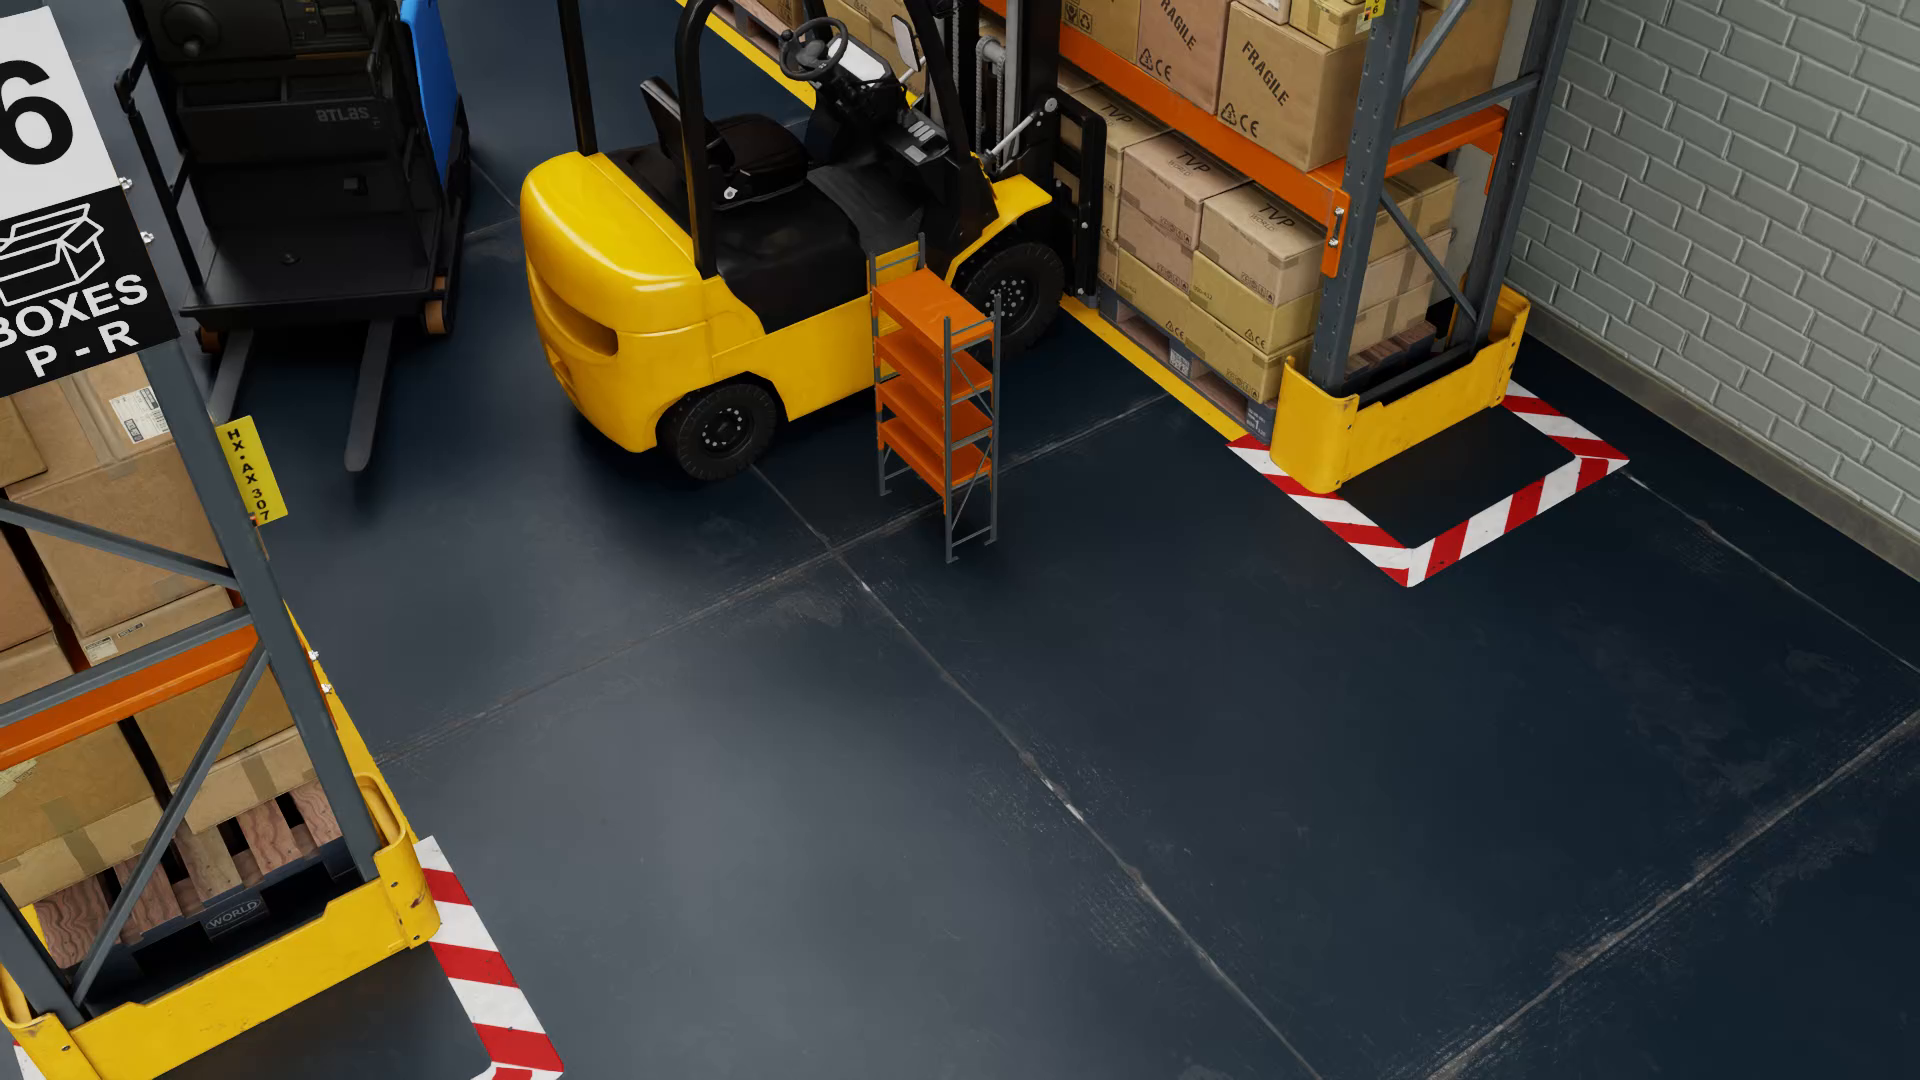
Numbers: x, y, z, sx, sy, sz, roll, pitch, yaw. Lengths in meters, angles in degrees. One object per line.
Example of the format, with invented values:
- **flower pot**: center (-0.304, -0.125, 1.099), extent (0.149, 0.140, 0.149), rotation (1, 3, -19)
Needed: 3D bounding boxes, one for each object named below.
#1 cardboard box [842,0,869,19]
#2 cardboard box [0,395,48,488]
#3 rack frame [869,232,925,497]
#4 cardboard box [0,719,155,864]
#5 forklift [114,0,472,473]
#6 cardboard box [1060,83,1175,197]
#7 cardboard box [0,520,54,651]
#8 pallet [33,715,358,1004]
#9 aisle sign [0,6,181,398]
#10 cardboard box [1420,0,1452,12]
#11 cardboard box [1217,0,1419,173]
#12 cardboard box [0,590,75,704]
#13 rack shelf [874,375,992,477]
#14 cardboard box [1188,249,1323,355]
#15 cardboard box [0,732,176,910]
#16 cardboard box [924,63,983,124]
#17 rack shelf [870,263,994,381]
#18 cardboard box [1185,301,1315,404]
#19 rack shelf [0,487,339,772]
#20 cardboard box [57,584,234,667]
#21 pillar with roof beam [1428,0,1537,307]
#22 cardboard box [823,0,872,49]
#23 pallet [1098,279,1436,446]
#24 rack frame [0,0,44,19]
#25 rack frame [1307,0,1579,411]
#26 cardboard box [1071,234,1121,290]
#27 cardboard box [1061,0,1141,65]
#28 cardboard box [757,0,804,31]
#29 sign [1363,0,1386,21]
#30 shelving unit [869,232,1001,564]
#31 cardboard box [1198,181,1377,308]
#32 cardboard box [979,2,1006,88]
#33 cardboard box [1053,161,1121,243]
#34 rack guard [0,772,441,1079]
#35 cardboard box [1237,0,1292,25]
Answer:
- **cardboard box**: center (-0.406, -2.987, 8.670), extent (0.500, 0.250, 0.500), rotation (-26, 50, -25)
- **cardboard box**: center (-2.677, -0.346, 3.928), extent (0.700, 0.500, 0.500), rotation (-27, 50, -25)
- **rack frame**: center (-0.234, -0.666, 6.579), extent (0.240, 1.200, 0.015), rotation (-26, 49, -24)
- **cardboard box**: center (-2.878, 0.583, 5.111), extent (0.500, 0.500, 0.500), rotation (-25, 49, -24)
- **forklift**: center (-2.958, -2.180, 6.911), extent (1.130, 2.935, 3.031), rotation (-6, 44, -6)
- **cardboard box**: center (0.750, -1.826, 7.453), extent (0.500, 0.250, 0.500), rotation (-25, 49, -24)
- **cardboard box**: center (-2.742, 0.020, 4.269), extent (0.500, 0.500, 0.500), rotation (-27, 50, -25)
- **pallet**: center (-2.685, 0.854, 5.703), extent (1.003, 0.211, 1.213), rotation (-26, 49, -24)
- **aisle sign**: center (-1.916, -0.665, 3.392), extent (0.394, 0.787, 0.004), rotation (-26, 49, -24)
- **cardboard box**: center (1.882, -2.166, 6.304), extent (0.380, 0.149, 0.250), rotation (-27, 50, -25)
- **cardboard box**: center (1.366, -1.812, 6.403), extent (0.500, 0.500, 0.500), rotation (-27, 50, -25)
- **cardboard box**: center (-2.595, 0.326, 4.418), extent (0.380, 0.149, 0.250), rotation (-24, 49, -23)
- **rack shelf**: center (-0.095, -0.479, 6.480), extent (0.258, 0.148, 0.480), rotation (-26, 49, -24)
- **cardboard box**: center (1.328, -1.091, 7.046), extent (0.500, 0.250, 0.500), rotation (-26, 50, -25)
- **cardboard box**: center (-2.903, 0.840, 5.385), extent (0.500, 0.250, 0.500), rotation (-26, 49, -25)
- **cardboard box**: center (0.166, -2.235, 8.244), extent (0.500, 0.250, 0.500), rotation (-26, 50, -25)
- **rack shelf**: center (-0.095, -0.812, 6.163), extent (0.258, 0.148, 0.480), rotation (-26, 49, -24)
- **cardboard box**: center (1.335, -0.899, 7.207), extent (0.500, 0.250, 0.500), rotation (-25, 49, -24)
- **rack shelf**: center (-3.350, -0.510, 5.633), extent (1.077, 0.370, 4.000), rotation (-26, 49, -24)
- **cardboard box**: center (-2.230, 0.179, 4.572), extent (0.380, 0.149, 0.250), rotation (-26, 49, -24)
- **pillar with roof beam**: center (-1.327, -2.820, 3.187), extent (9.100, 9.000, 0.400), rotation (-26, 49, -24)
- **cardboard box**: center (-0.402, -2.808, 8.845), extent (0.500, 0.250, 0.500), rotation (-26, 49, -25)
- **pallet**: center (1.391, -1.009, 7.654), extent (1.003, 0.211, 1.213), rotation (-26, 49, -24)
- **rack frame**: center (-2.206, -1.808, 2.127), extent (1.000, 3.000, 0.127), rotation (-26, 49, -24)
- **rack frame**: center (1.863, -1.601, 6.254), extent (1.000, 3.000, 0.127), rotation (-26, 49, -24)
- **cardboard box**: center (0.780, -1.472, 7.806), extent (0.500, 0.250, 0.500), rotation (-25, 49, -24)
- **cardboard box**: center (0.784, -2.399, 7.019), extent (0.500, 0.500, 0.500), rotation (-27, 50, -25)
- **cardboard box**: center (-0.733, -3.450, 9.607), extent (0.875, 0.625, 0.625), rotation (-24, 48, -23)
- **sign**: center (1.410, -1.899, 5.556), extent (0.100, 0.325, 0.005), rotation (-26, 49, -24)
- **shelving unit**: center (-0.095, -0.528, 6.434), extent (0.258, 1.200, 0.503), rotation (-26, 49, -24)
- **cardboard box**: center (1.344, -1.257, 6.858), extent (0.500, 0.250, 0.500), rotation (-24, 49, -23)
- **cardboard box**: center (0.173, -2.416, 8.072), extent (0.500, 0.250, 0.500), rotation (-24, 49, -23)
- **cardboard box**: center (0.738, -1.663, 7.645), extent (0.500, 0.250, 0.500), rotation (-27, 50, -25)
- **rack guard**: center (-2.249, 1.223, 5.106), extent (1.175, 0.500, 0.348), rotation (-26, 49, -24)
- **cardboard box**: center (1.264, -2.090, 6.225), extent (0.380, 0.149, 0.250), rotation (-25, 49, -24)
